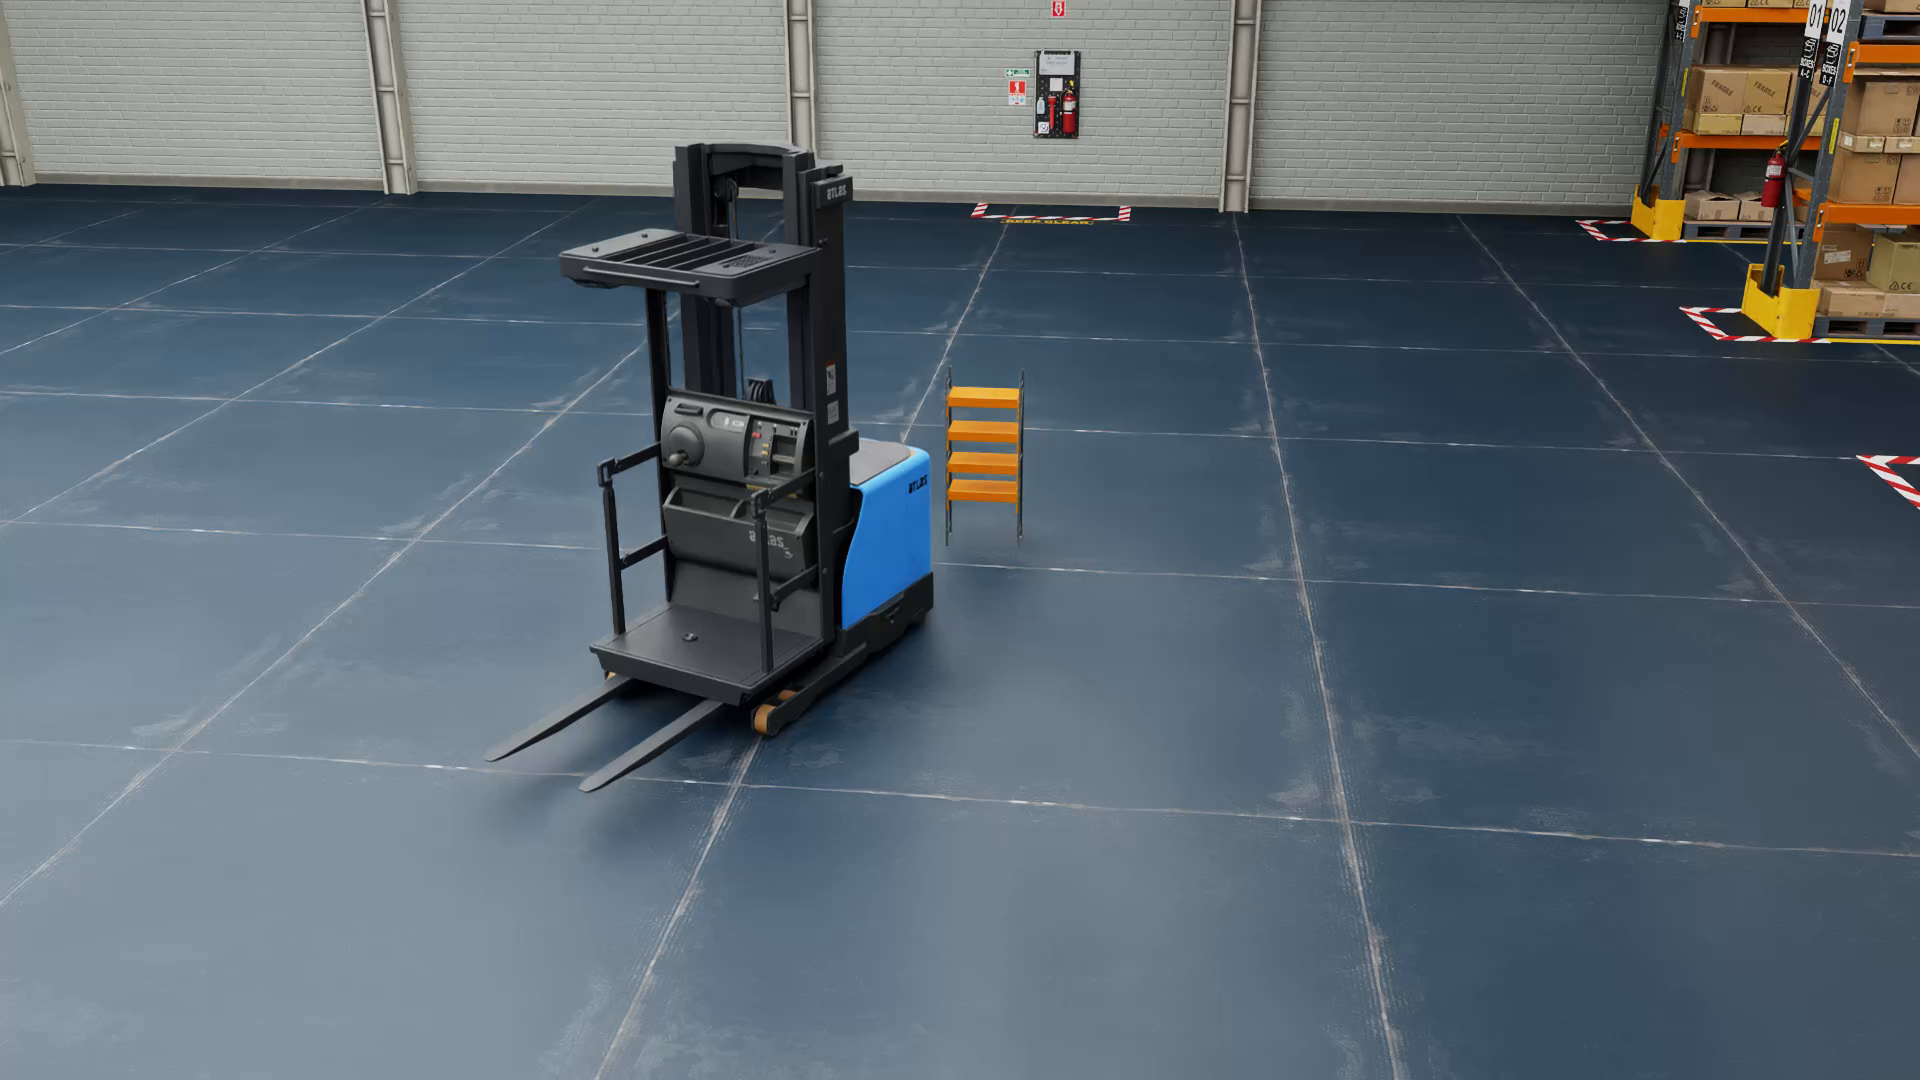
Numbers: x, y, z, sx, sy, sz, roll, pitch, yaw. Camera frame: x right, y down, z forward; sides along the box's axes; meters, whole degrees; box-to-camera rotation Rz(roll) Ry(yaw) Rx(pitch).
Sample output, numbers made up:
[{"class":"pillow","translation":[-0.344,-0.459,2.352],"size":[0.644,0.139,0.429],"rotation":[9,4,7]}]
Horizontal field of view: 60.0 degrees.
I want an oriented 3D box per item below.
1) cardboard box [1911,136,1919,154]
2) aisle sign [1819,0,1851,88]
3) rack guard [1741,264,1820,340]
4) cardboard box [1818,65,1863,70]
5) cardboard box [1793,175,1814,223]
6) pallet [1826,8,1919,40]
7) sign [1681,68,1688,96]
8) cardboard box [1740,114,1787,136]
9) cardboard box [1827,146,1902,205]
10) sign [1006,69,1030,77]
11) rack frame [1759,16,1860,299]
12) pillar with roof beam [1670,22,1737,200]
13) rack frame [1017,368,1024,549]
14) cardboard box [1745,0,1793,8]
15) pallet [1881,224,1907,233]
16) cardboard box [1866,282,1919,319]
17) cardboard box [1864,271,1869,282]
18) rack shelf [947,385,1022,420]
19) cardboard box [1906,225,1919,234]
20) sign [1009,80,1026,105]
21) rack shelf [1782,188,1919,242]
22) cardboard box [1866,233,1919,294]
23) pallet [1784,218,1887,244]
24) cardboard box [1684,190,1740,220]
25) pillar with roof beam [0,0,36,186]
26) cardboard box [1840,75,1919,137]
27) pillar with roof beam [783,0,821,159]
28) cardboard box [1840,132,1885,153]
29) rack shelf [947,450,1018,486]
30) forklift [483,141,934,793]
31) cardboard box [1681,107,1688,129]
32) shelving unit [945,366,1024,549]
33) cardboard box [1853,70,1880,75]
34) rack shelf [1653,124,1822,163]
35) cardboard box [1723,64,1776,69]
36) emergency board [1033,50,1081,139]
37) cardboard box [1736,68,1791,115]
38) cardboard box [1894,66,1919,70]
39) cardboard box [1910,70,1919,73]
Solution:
[{"class":"cardboard box","translation":[9.229,-3.824,16.015],"size":[0.250,0.149,0.380],"rotation":[3,22,7]},{"class":"aisle sign","translation":[8.254,-4.694,15.696],"size":[0.004,0.787,0.394],"rotation":[2,22,6]},{"class":"rack guard","translation":[8.331,-2.432,16.912],"size":[0.348,0.500,1.175],"rotation":[2,22,6]},{"class":"cardboard box","translation":[10.940,-5.680,20.884],"size":[0.500,0.500,0.500],"rotation":[3,22,7]},{"class":"cardboard box","translation":[10.899,-4.307,21.056],"size":[0.500,0.500,0.700],"rotation":[1,22,3]},{"class":"pallet","translation":[9.054,-4.907,15.813],"size":[1.213,0.211,1.003],"rotation":[2,22,6]},{"class":"sign","translation":[8.871,-5.607,20.365],"size":[0.005,0.325,0.100],"rotation":[2,22,6]},{"class":"cardboard box","translation":[9.899,-5.188,20.658],"size":[0.500,0.250,0.500],"rotation":[2,22,5]},{"class":"cardboard box","translation":[8.817,-3.615,16.368],"size":[0.500,0.500,0.700],"rotation":[3,22,6]},{"class":"sign","translation":[0.790,-6.390,22.752],"size":[0.331,0.109,0.001],"rotation":[2,22,6]},{"class":"rack frame","translation":[8.355,-3.594,16.450],"size":[0.127,3.000,1.000],"rotation":[2,22,6]},{"class":"pillar with roof beam","translation":[9.225,-6.906,16.668],"size":[0.400,9.000,9.100],"rotation":[2,22,6]},{"class":"rack frame","translation":[0.407,-0.540,11.174],"size":[0.015,1.200,0.240],"rotation":[2,22,6]},{"class":"cardboard box","translation":[9.766,-6.711,20.092],"size":[0.500,0.500,0.500],"rotation":[4,22,10]},{"class":"pallet","translation":[12.235,-3.949,21.141],"size":[1.213,0.211,1.003],"rotation":[2,22,6]},{"class":"cardboard box","translation":[9.358,-2.386,16.563],"size":[0.500,0.250,0.500],"rotation":[2,22,6]},{"class":"cardboard box","translation":[9.420,-2.578,17.049],"size":[0.500,0.250,0.500],"rotation":[2,22,6]},{"class":"rack shelf","translation":[0.164,-0.916,11.057],"size":[0.480,0.148,0.258],"rotation":[2,22,6]},{"class":"cardboard box","translation":[9.917,-2.906,16.860],"size":[0.500,0.500,0.500],"rotation":[2,22,6]},{"class":"sign","translation":[0.786,-6.147,22.859],"size":[0.234,0.329,0.001],"rotation":[2,22,6]},{"class":"rack shelf","translation":[10.341,-3.173,16.363],"size":[4.000,0.370,1.077],"rotation":[2,22,6]},{"class":"cardboard box","translation":[9.358,-2.734,16.423],"size":[0.500,0.500,0.500],"rotation":[2,22,6]},{"class":"pallet","translation":[11.020,-4.001,21.272],"size":[1.213,0.211,1.003],"rotation":[2,22,6]},{"class":"cardboard box","translation":[9.611,-4.294,21.279],"size":[0.500,0.311,0.500],"rotation":[0,22,0]},{"class":"pillar with roof beam","translation":[-14.609,-7.944,19.295],"size":[0.400,9.000,9.100],"rotation":[2,22,6]},{"class":"cardboard box","translation":[8.870,-4.216,16.124],"size":[0.500,0.500,0.700],"rotation":[3,22,6]},{"class":"pillar with roof beam","translation":[-2.692,-7.425,17.982],"size":[0.400,9.000,9.100],"rotation":[2,22,6]},{"class":"cardboard box","translation":[8.719,-3.846,16.070],"size":[0.250,0.149,0.380],"rotation":[2,22,6]},{"class":"rack shelf","translation":[0.164,-0.488,11.226],"size":[0.480,0.148,0.258],"rotation":[2,22,6]},{"class":"forklift","translation":[-1.314,-0.515,8.755],"size":[1.130,2.935,3.031],"rotation":[11,24,27]},{"class":"cardboard box","translation":[9.421,-5.392,21.177],"size":[0.500,0.250,0.500],"rotation":[3,22,7]},{"class":"shelving unit","translation":[0.164,-0.551,11.201],"size":[0.503,1.200,0.258],"rotation":[2,22,6]},{"class":"cardboard box","translation":[10.889,-5.493,20.410],"size":[0.500,0.500,0.500],"rotation":[3,22,8]},{"class":"rack shelf","translation":[10.920,-4.981,20.938],"size":[4.000,0.370,1.077],"rotation":[2,22,6]},{"class":"cardboard box","translation":[9.926,-5.723,20.991],"size":[0.500,0.500,0.500],"rotation":[3,22,7]},{"class":"emergency board","translation":[1.323,-6.068,22.709],"size":[0.643,1.169,0.194],"rotation":[2,22,6]},{"class":"cardboard box","translation":[9.863,-5.535,20.518],"size":[0.500,0.500,0.500],"rotation":[3,22,6]},{"class":"cardboard box","translation":[11.951,-5.638,20.778],"size":[0.500,0.500,0.500],"rotation":[2,22,6]},{"class":"cardboard box","translation":[11.904,-5.445,20.289],"size":[0.500,0.500,0.500],"rotation":[2,22,6]}]
